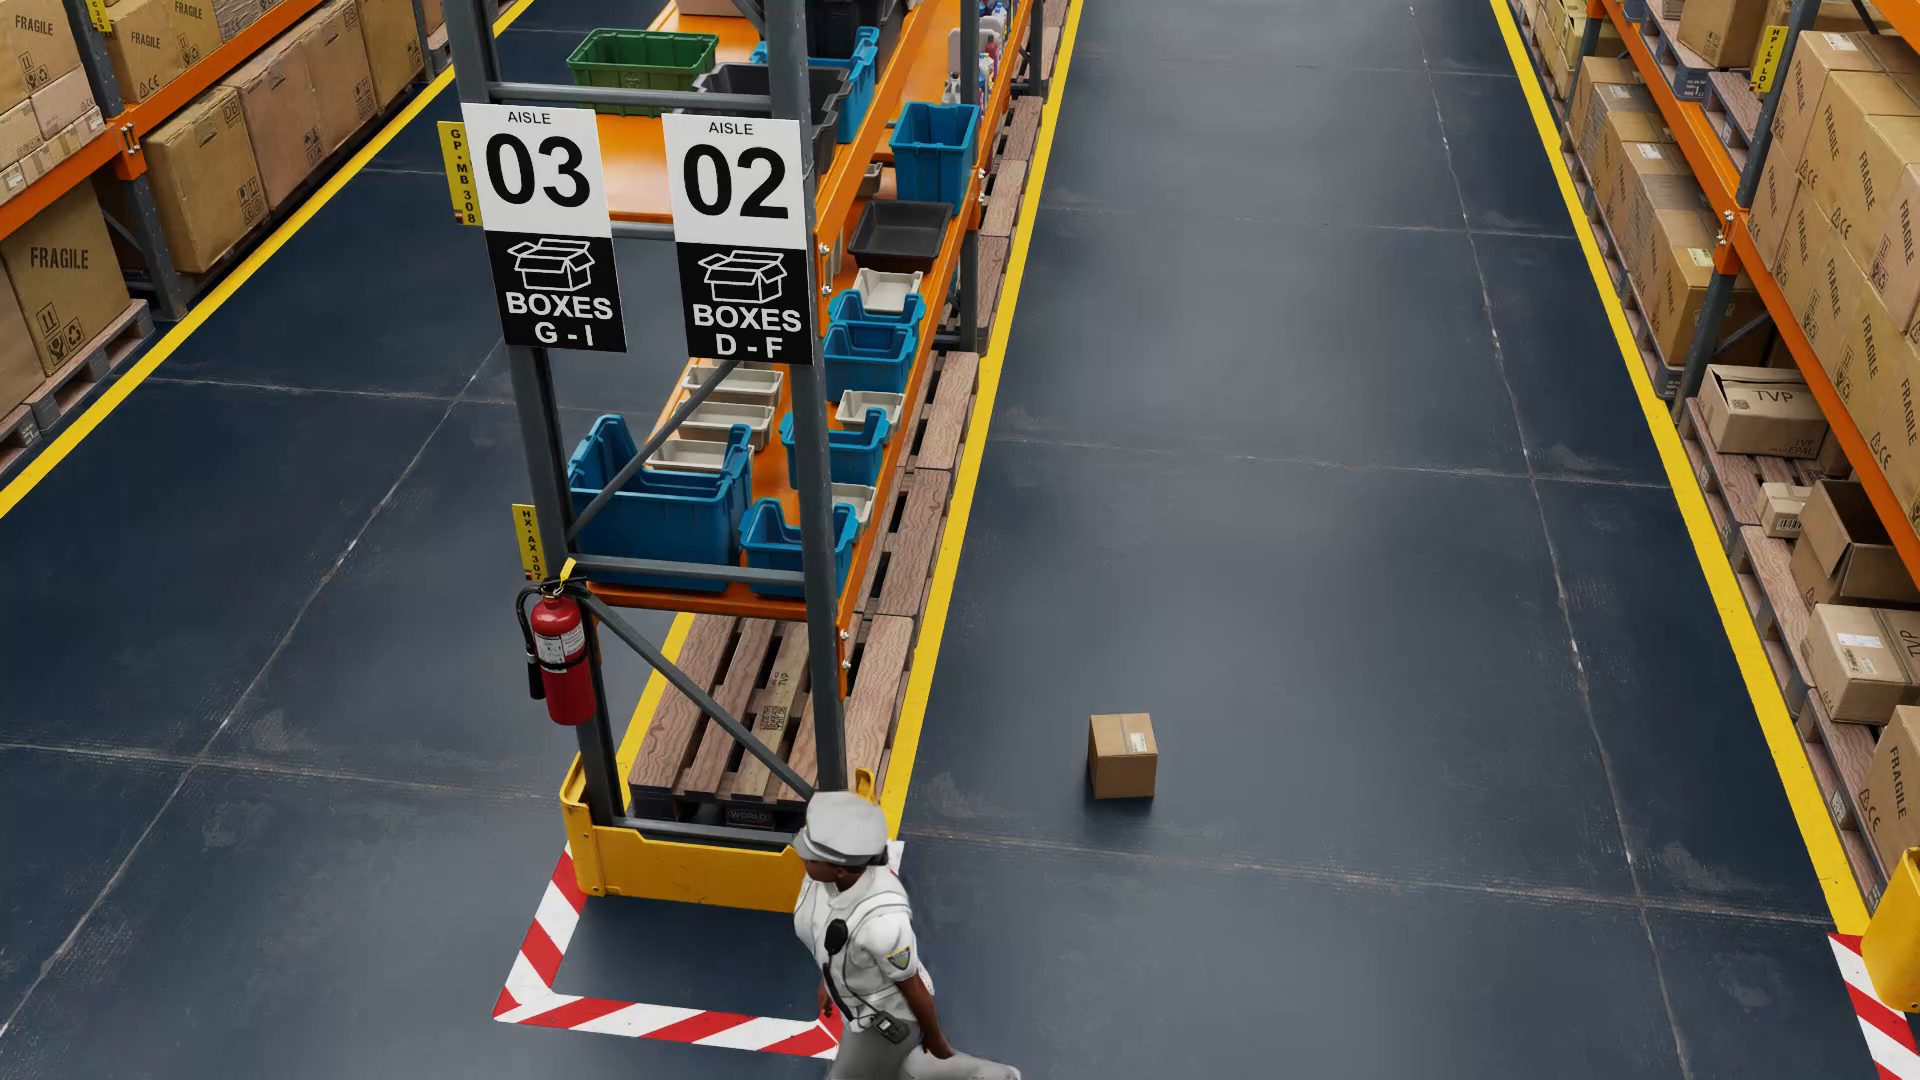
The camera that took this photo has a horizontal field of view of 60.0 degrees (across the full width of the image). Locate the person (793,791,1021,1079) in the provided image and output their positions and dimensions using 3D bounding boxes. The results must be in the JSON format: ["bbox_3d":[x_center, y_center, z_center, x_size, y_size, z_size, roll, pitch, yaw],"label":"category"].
[{"bbox_3d":[-0.213,1.382,5.151,0.852,1.634,0.477,-16,39,-21],"label":"person"}]
